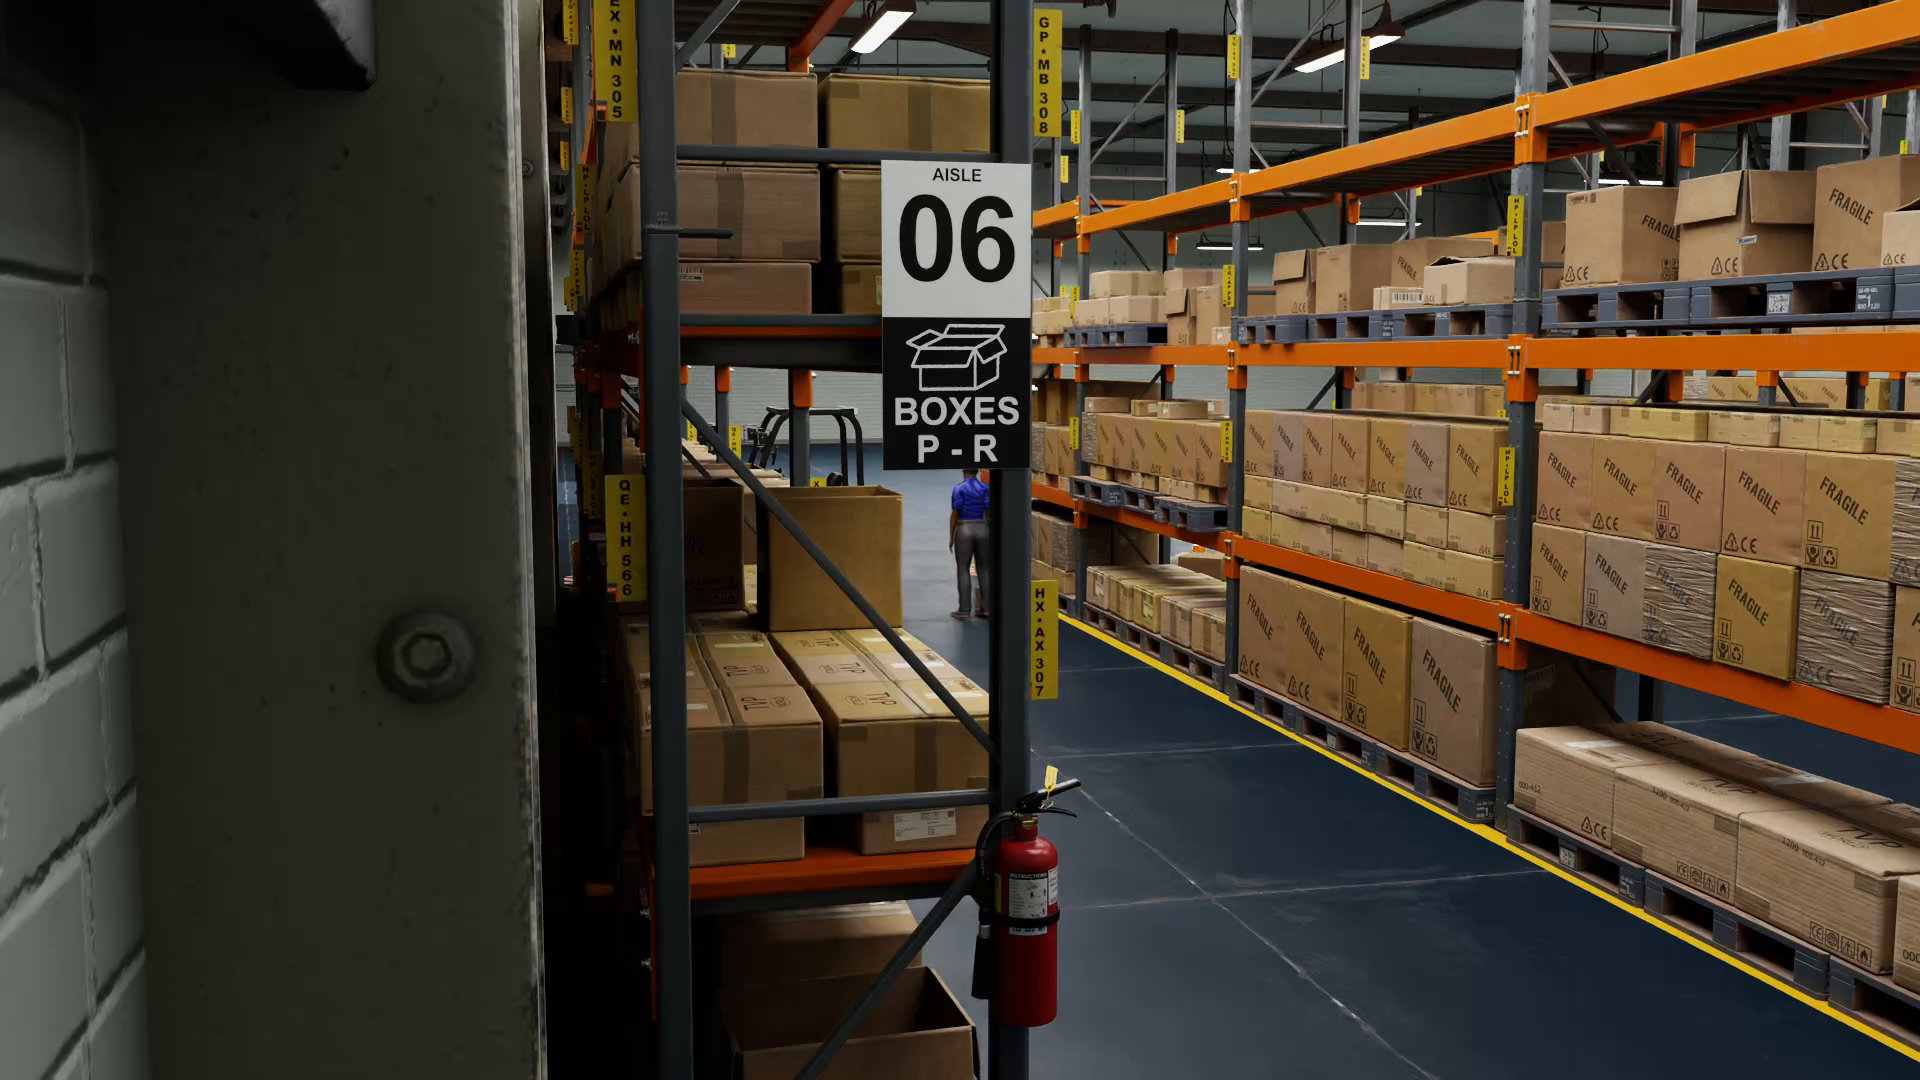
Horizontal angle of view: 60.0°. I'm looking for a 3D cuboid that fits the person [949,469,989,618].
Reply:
[{"bbox_3d":[0.109,-0.020,17.258,0.481,1.646,0.382,-2,7,-21],"label":"person"}]
